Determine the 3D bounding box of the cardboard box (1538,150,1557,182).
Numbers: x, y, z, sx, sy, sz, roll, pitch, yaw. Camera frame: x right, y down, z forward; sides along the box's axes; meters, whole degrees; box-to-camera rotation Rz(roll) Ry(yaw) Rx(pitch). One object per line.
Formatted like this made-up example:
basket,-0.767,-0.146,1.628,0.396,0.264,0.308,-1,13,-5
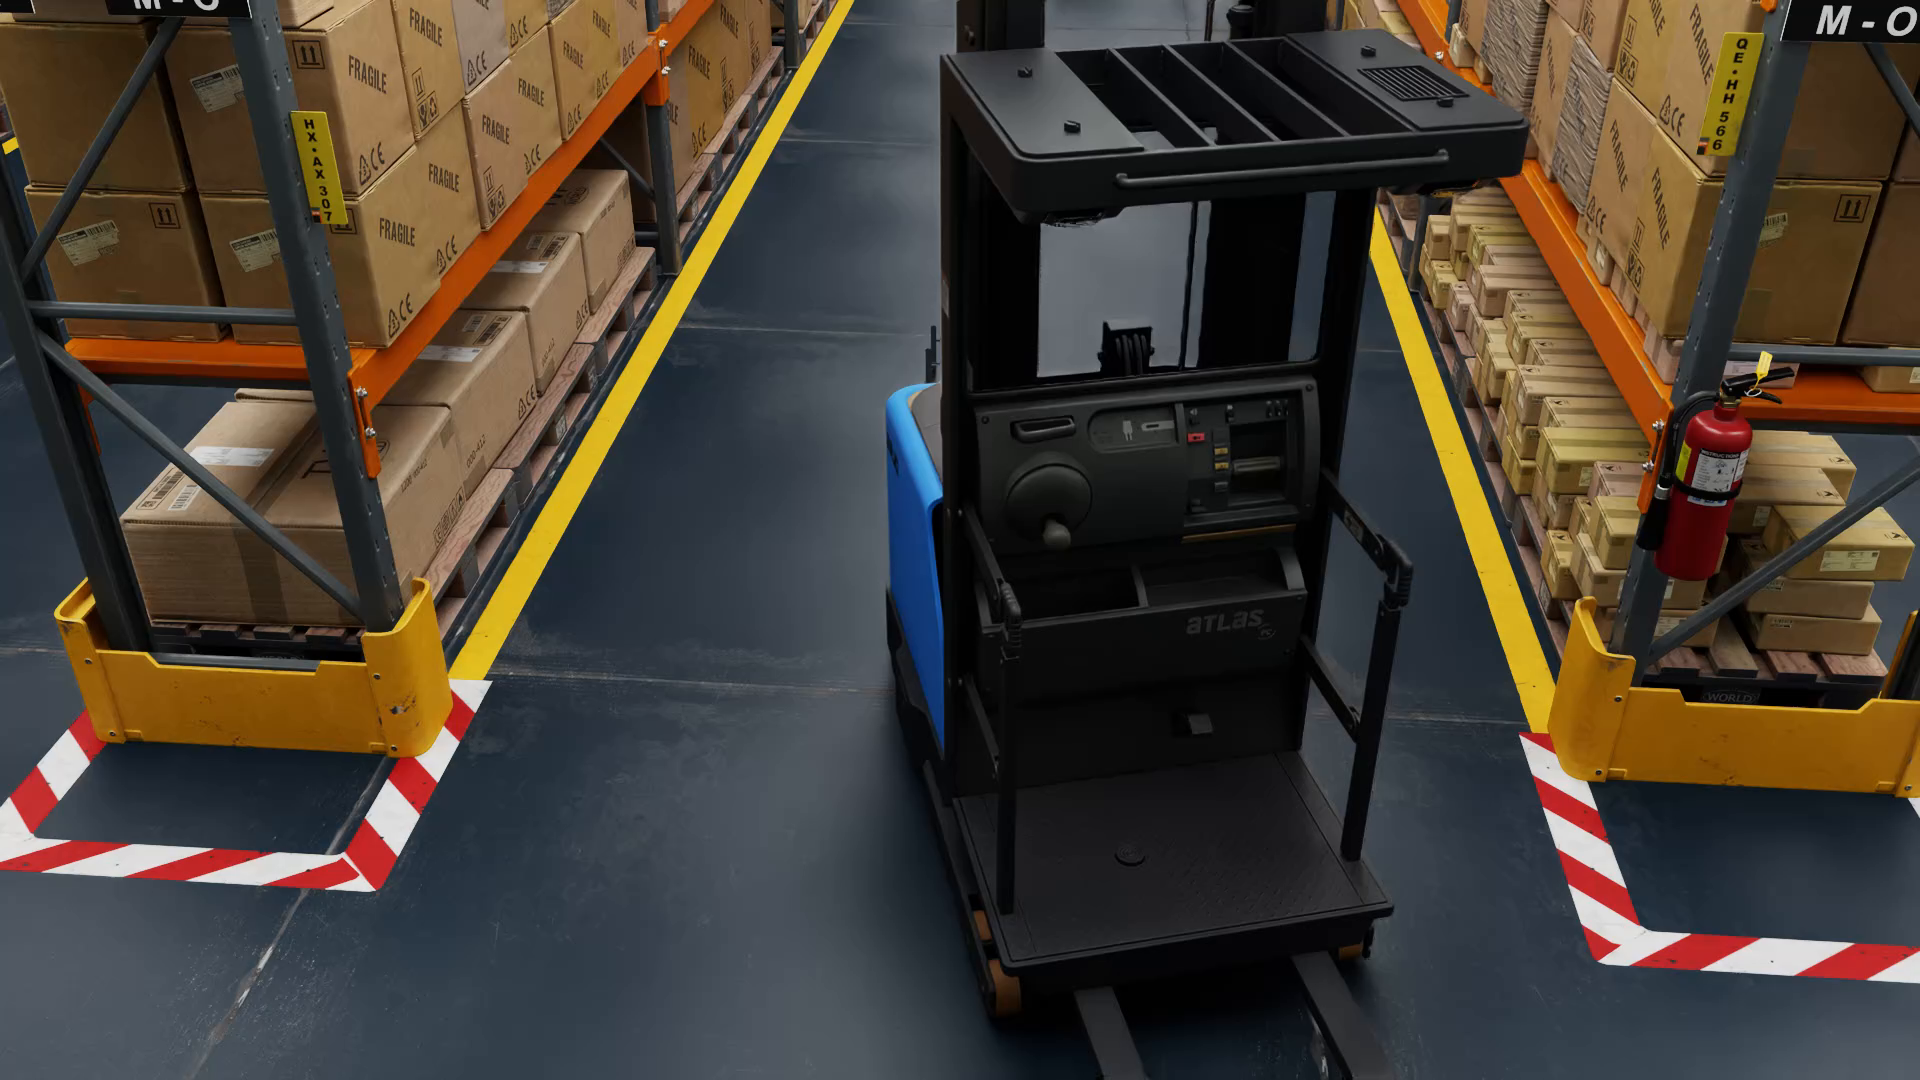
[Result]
cardboard box,2.526,-1.530,6.614,0.380,0.149,0.250,4,32,6

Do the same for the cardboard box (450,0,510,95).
cardboard box,-1.966,-1.918,5.955,0.500,0.500,0.500,2,32,4

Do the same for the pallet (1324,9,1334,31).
pallet,3.374,-3.918,12.906,1.003,0.211,1.213,2,32,4

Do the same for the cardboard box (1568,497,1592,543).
cardboard box,2.417,-0.027,5.968,0.380,0.149,0.250,2,32,3

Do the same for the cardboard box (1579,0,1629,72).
cardboard box,2.448,-1.895,5.634,0.500,0.500,0.500,4,32,6

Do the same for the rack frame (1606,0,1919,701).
rack frame,2.584,-0.513,4.723,1.000,3.000,0.127,2,32,4

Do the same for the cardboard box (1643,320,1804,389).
cardboard box,2.328,-0.588,5.085,0.380,0.149,0.250,2,32,4

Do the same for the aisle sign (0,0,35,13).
aisle sign,-2.673,-1.754,4.259,0.394,0.787,0.004,2,32,4

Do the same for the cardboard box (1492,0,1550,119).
cardboard box,2.508,-2.004,6.765,0.500,0.500,0.500,2,32,3

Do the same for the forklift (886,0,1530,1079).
forklift,0.547,-0.145,4.191,1.130,2.935,3.031,-6,32,-10

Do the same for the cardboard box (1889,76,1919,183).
cardboard box,2.885,-1.331,4.719,0.500,0.500,0.500,2,32,4

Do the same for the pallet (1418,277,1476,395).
pallet,2.890,-1.065,8.276,1.003,0.211,1.213,2,32,4

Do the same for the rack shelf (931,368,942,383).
rack shelf,-0.001,-0.580,6.383,0.258,0.077,0.200,2,32,4

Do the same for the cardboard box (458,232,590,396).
cardboard box,-2.263,-1.059,7.651,0.875,0.438,0.875,2,32,3

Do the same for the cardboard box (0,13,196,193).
cardboard box,-2.556,-1.402,5.117,0.500,0.500,0.500,3,32,6

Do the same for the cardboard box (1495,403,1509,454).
cardboard box,2.454,-0.443,6.927,0.380,0.149,0.250,3,32,5

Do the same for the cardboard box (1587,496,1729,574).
cardboard box,2.374,-0.019,5.671,0.380,0.149,0.250,3,32,5

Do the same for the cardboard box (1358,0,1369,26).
cardboard box,2.896,-3.514,10.861,0.500,0.250,0.500,2,32,3

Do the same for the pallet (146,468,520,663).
pallet,-2.371,0.094,6.396,1.003,0.211,1.213,2,32,4

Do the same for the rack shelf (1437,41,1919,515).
rack shelf,2.746,-1.252,6.609,1.077,0.370,4.000,2,32,4

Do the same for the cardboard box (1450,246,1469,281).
cardboard box,2.630,-1.384,8.170,0.380,0.149,0.250,3,32,4

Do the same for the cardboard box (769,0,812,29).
cardboard box,-1.651,-4.210,12.826,0.950,0.372,0.625,0,32,1

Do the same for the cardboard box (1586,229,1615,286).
cardboard box,2.389,-0.983,5.725,0.380,0.149,0.250,3,32,5

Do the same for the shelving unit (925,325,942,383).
shelving unit,-0.001,-0.379,6.507,0.258,0.900,0.210,2,32,4

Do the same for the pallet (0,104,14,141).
pallet,-6.855,-2.852,11.177,1.003,0.211,1.213,2,32,4

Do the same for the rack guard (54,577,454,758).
rack guard,-2.360,0.405,5.616,1.175,0.500,0.348,2,32,4

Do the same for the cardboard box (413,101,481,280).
cardboard box,-2.020,-1.218,5.773,0.500,0.500,0.500,2,32,3

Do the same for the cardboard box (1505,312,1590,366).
cardboard box,2.522,-0.835,6.996,0.380,0.149,0.250,3,32,4

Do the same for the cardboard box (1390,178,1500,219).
cardboard box,2.718,-2.117,9.308,0.500,0.500,0.500,2,32,3

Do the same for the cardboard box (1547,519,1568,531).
cardboard box,2.446,-0.035,6.265,0.380,0.149,0.250,2,32,4

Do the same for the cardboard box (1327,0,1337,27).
cardboard box,3.374,-4.232,12.501,1.050,0.750,0.750,2,32,3

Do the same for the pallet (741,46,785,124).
pallet,-1.846,-3.258,11.836,1.003,0.211,1.213,2,32,4

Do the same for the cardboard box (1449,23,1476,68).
cardboard box,2.560,-2.363,7.965,0.380,0.149,0.250,4,32,6

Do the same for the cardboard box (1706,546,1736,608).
cardboard box,2.885,0.122,6.011,0.380,0.149,0.250,2,32,4

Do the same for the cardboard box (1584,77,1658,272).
cardboard box,2.411,-1.197,5.454,0.500,0.500,0.500,2,32,3

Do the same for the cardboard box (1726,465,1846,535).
cardboard box,2.867,-0.140,5.868,0.380,0.149,0.250,3,32,5

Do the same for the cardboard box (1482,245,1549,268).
cardboard box,2.623,-1.238,7.650,0.380,0.149,0.250,2,32,3

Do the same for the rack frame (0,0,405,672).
rack frame,-2.358,-0.671,4.980,1.000,3.000,0.127,2,32,4

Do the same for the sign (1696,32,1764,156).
sign,2.032,-1.174,4.392,0.100,0.325,0.005,2,32,4

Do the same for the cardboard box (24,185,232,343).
cardboard box,-2.583,-0.977,5.382,0.500,0.500,0.500,3,32,4

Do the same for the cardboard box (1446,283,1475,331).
cardboard box,2.569,-1.121,8.028,0.380,0.149,0.250,2,32,4

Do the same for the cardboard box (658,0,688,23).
cardboard box,-1.734,-2.918,8.769,0.500,0.250,0.500,2,32,3

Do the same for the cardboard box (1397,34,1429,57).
cardboard box,2.773,-2.707,9.550,0.500,0.250,0.500,4,32,6

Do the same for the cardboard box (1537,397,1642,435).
cardboard box,2.431,-0.421,6.324,0.380,0.149,0.250,1,32,2

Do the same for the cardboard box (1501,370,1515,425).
cardboard box,2.451,-0.569,6.848,0.380,0.149,0.250,4,32,6

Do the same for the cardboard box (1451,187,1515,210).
cardboard box,2.675,-1.651,8.321,0.380,0.149,0.250,4,32,6

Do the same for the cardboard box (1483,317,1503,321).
cardboard box,2.575,-0.971,7.500,0.380,0.149,0.250,4,32,6

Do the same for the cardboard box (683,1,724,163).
cardboard box,-1.996,-2.837,10.120,0.875,0.875,0.875,3,32,5

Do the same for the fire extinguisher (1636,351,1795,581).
fire extinguisher,2.103,-0.209,4.659,0.296,0.674,0.183,2,32,4

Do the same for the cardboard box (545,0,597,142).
cardboard box,-1.878,-2.019,7.072,0.500,0.500,0.500,2,32,3

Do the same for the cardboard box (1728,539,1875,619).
cardboard box,2.882,0.133,5.709,0.380,0.149,0.250,4,32,6
